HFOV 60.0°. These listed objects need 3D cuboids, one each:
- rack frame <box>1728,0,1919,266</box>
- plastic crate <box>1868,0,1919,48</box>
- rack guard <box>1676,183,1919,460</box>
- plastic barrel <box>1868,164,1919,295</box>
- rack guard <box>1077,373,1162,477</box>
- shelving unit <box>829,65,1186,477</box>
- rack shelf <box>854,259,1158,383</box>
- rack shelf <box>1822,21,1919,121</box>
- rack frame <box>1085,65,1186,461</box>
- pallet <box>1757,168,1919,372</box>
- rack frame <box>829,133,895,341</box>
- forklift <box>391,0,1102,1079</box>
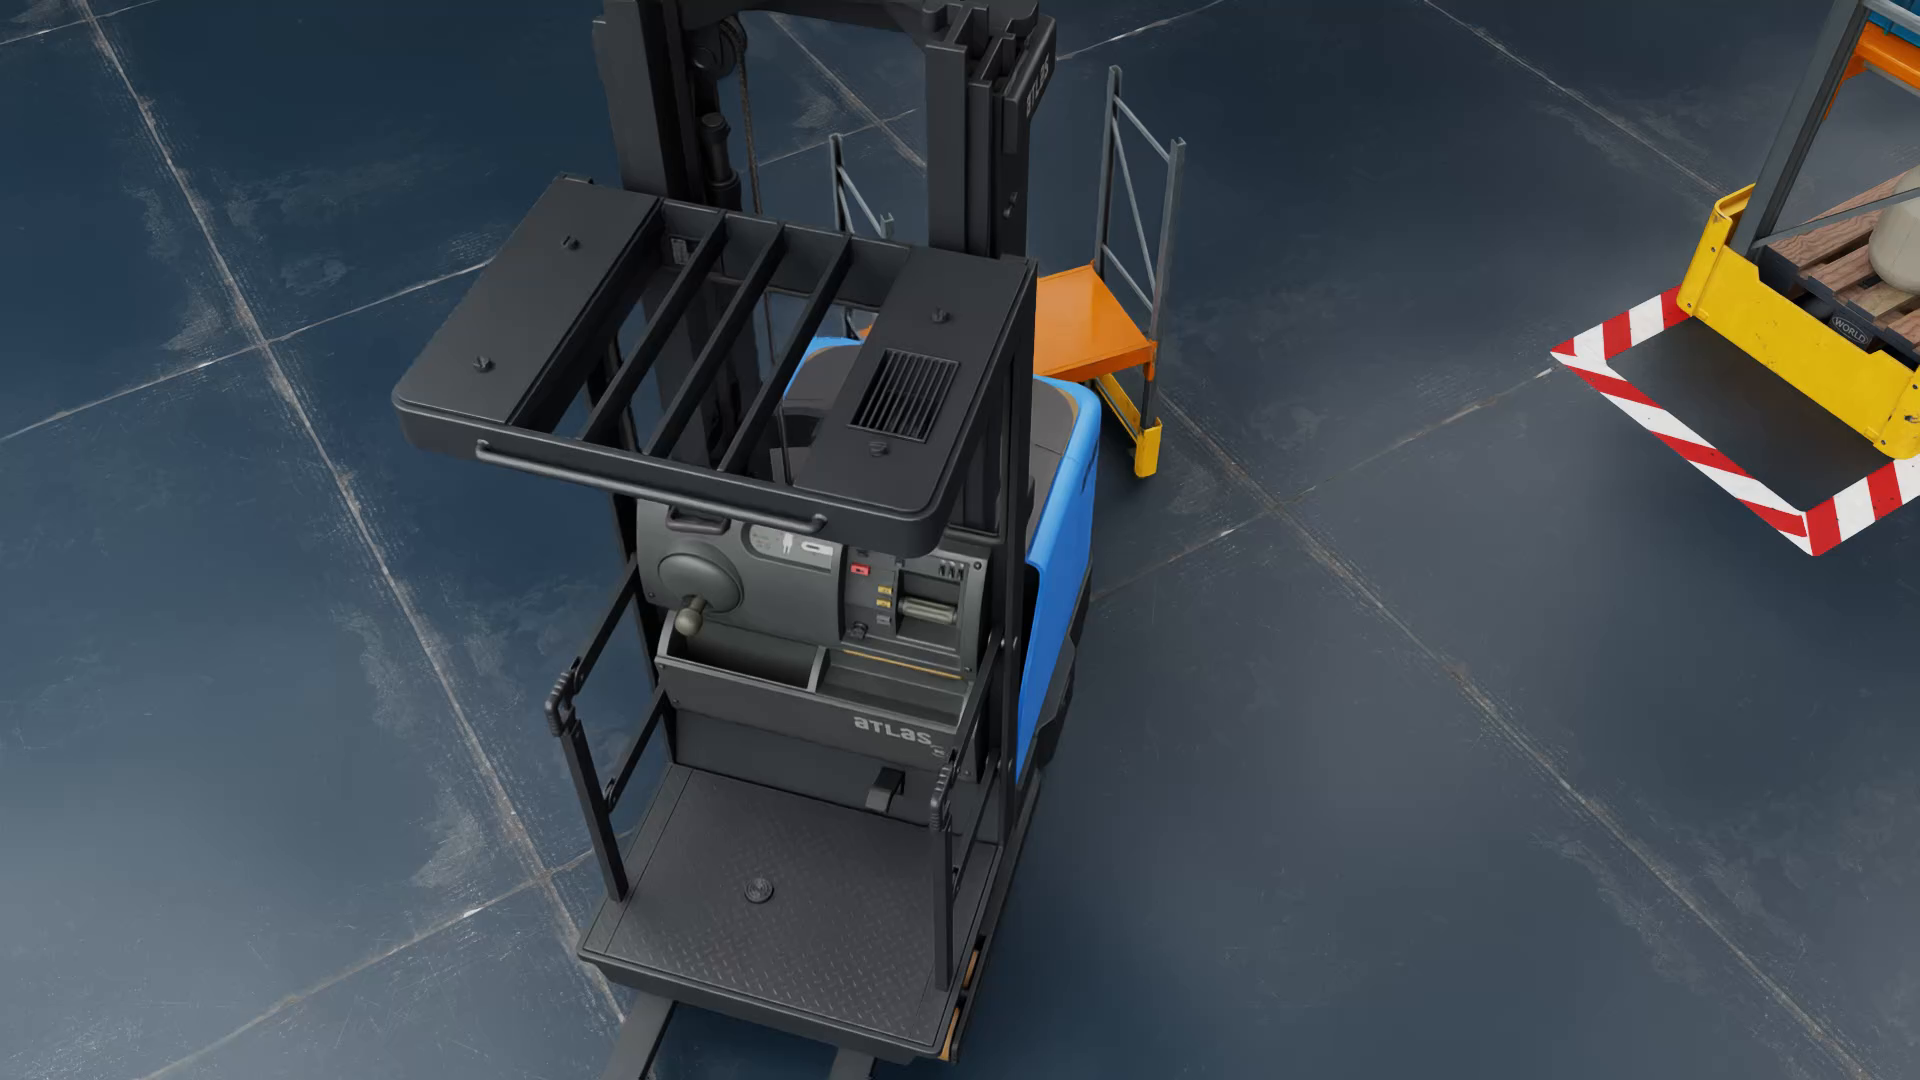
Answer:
[{"bbox_3d":[3.476,-1.672,5.730,0.127,3.000,1.000,-25,53,-21],"label":"rack frame"},{"bbox_3d":[3.740,-2.011,6.132,0.616,0.251,0.499,-25,53,-21],"label":"plastic crate"},{"bbox_3d":[3.516,-0.900,6.717,0.348,0.500,1.175,-25,53,-21],"label":"rack guard"},{"bbox_3d":[3.992,-1.294,6.779,0.421,0.512,0.421,0,48,0],"label":"plastic barrel"},{"bbox_3d":[0.619,-0.535,6.559,0.087,0.250,0.587,-18,51,-15],"label":"rack guard"},{"bbox_3d":[0.161,-0.805,5.963,1.083,1.500,0.587,-18,51,-15],"label":"shelving unit"},{"bbox_3d":[0.153,-0.683,6.094,1.000,0.185,0.538,-18,51,-15],"label":"rack shelf"},{"bbox_3d":[5.168,-2.229,6.708,4.000,0.370,1.077,-25,53,-21],"label":"rack shelf"},{"bbox_3d":[0.620,-0.951,6.093,0.032,1.500,0.500,-18,51,-15],"label":"rack frame"},{"bbox_3d":[4.205,-1.125,7.110,1.213,0.211,1.003,-25,53,-21],"label":"pallet"},{"bbox_3d":[-0.315,-0.653,5.827,0.032,1.500,0.500,-18,51,-15],"label":"rack frame"},{"bbox_3d":[-0.444,0.210,4.101,1.130,2.935,3.031,12,49,11],"label":"forklift"}]
